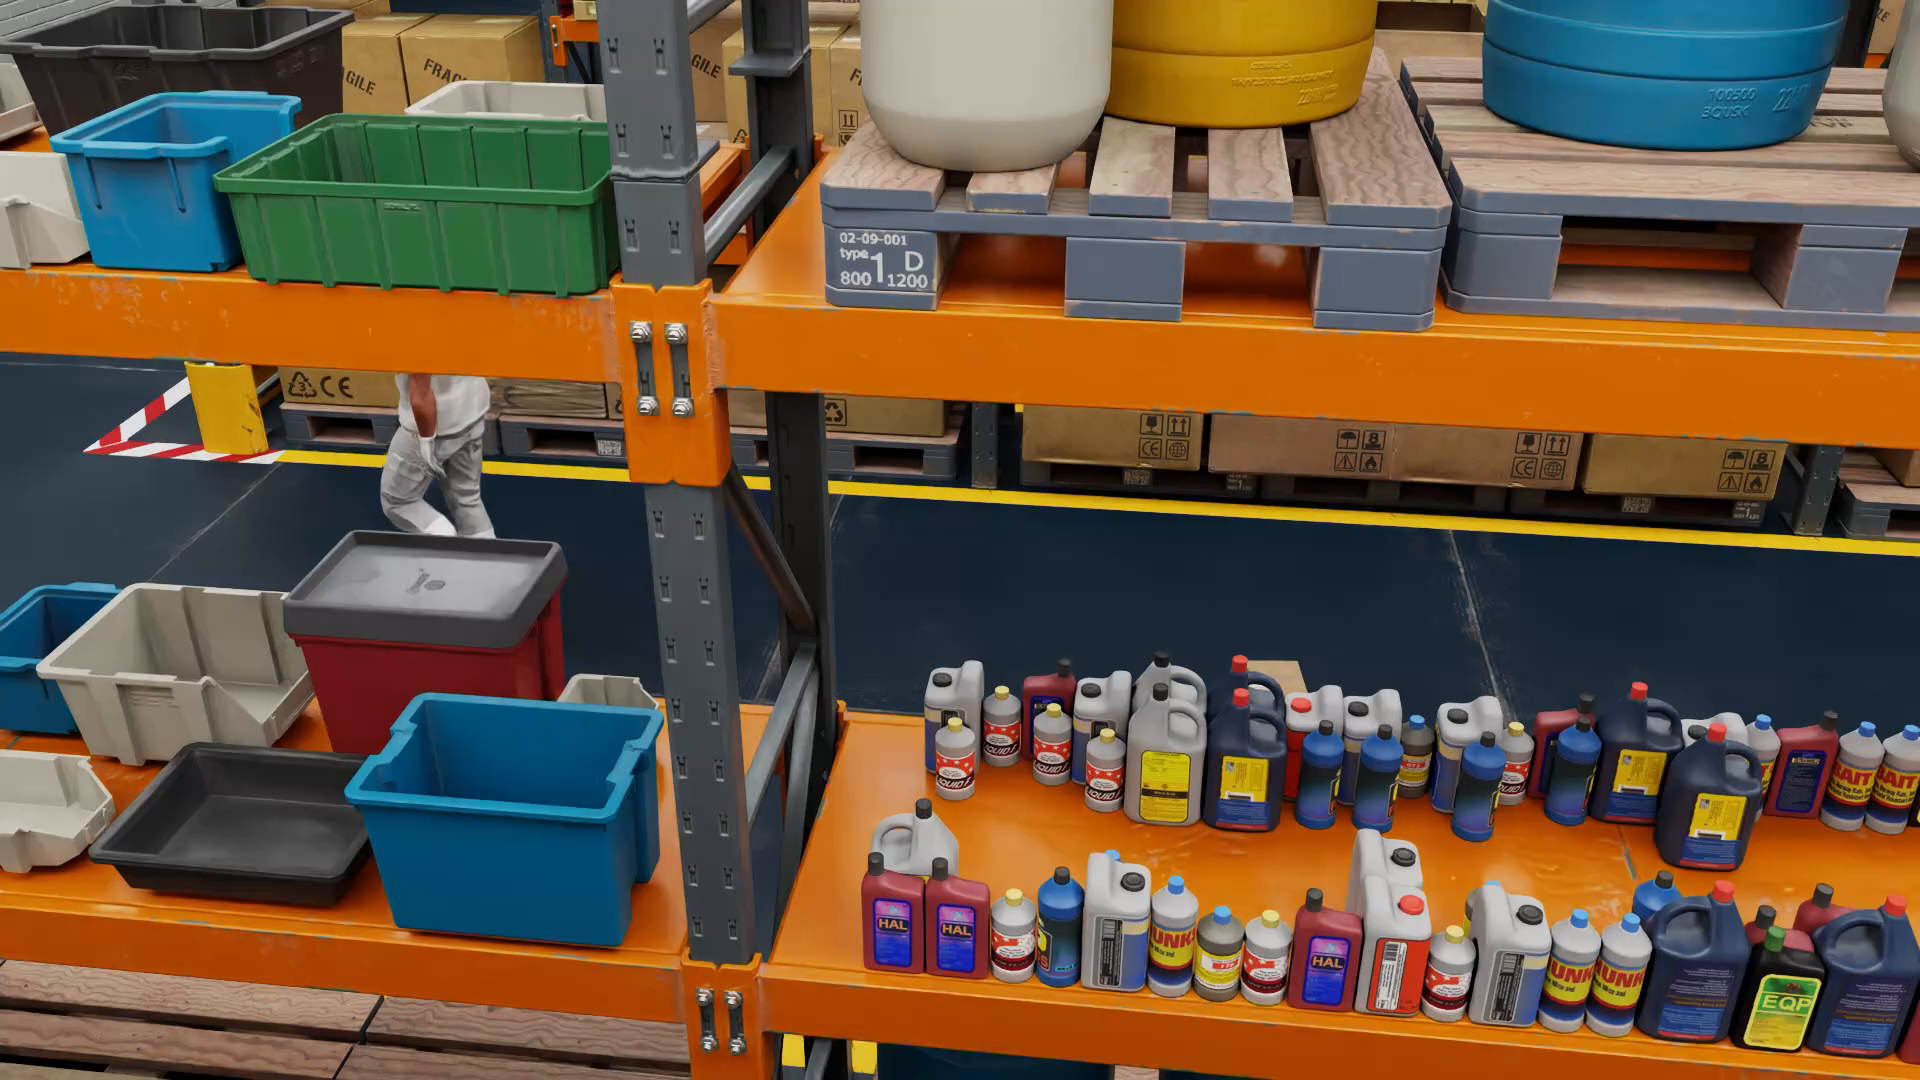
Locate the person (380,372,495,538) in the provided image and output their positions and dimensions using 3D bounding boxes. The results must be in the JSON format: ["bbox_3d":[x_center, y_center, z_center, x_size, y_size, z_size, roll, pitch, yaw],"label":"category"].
[{"bbox_3d":[-2.185,-0.507,6.987,0.469,1.783,0.541,10,30,18],"label":"person"}]
